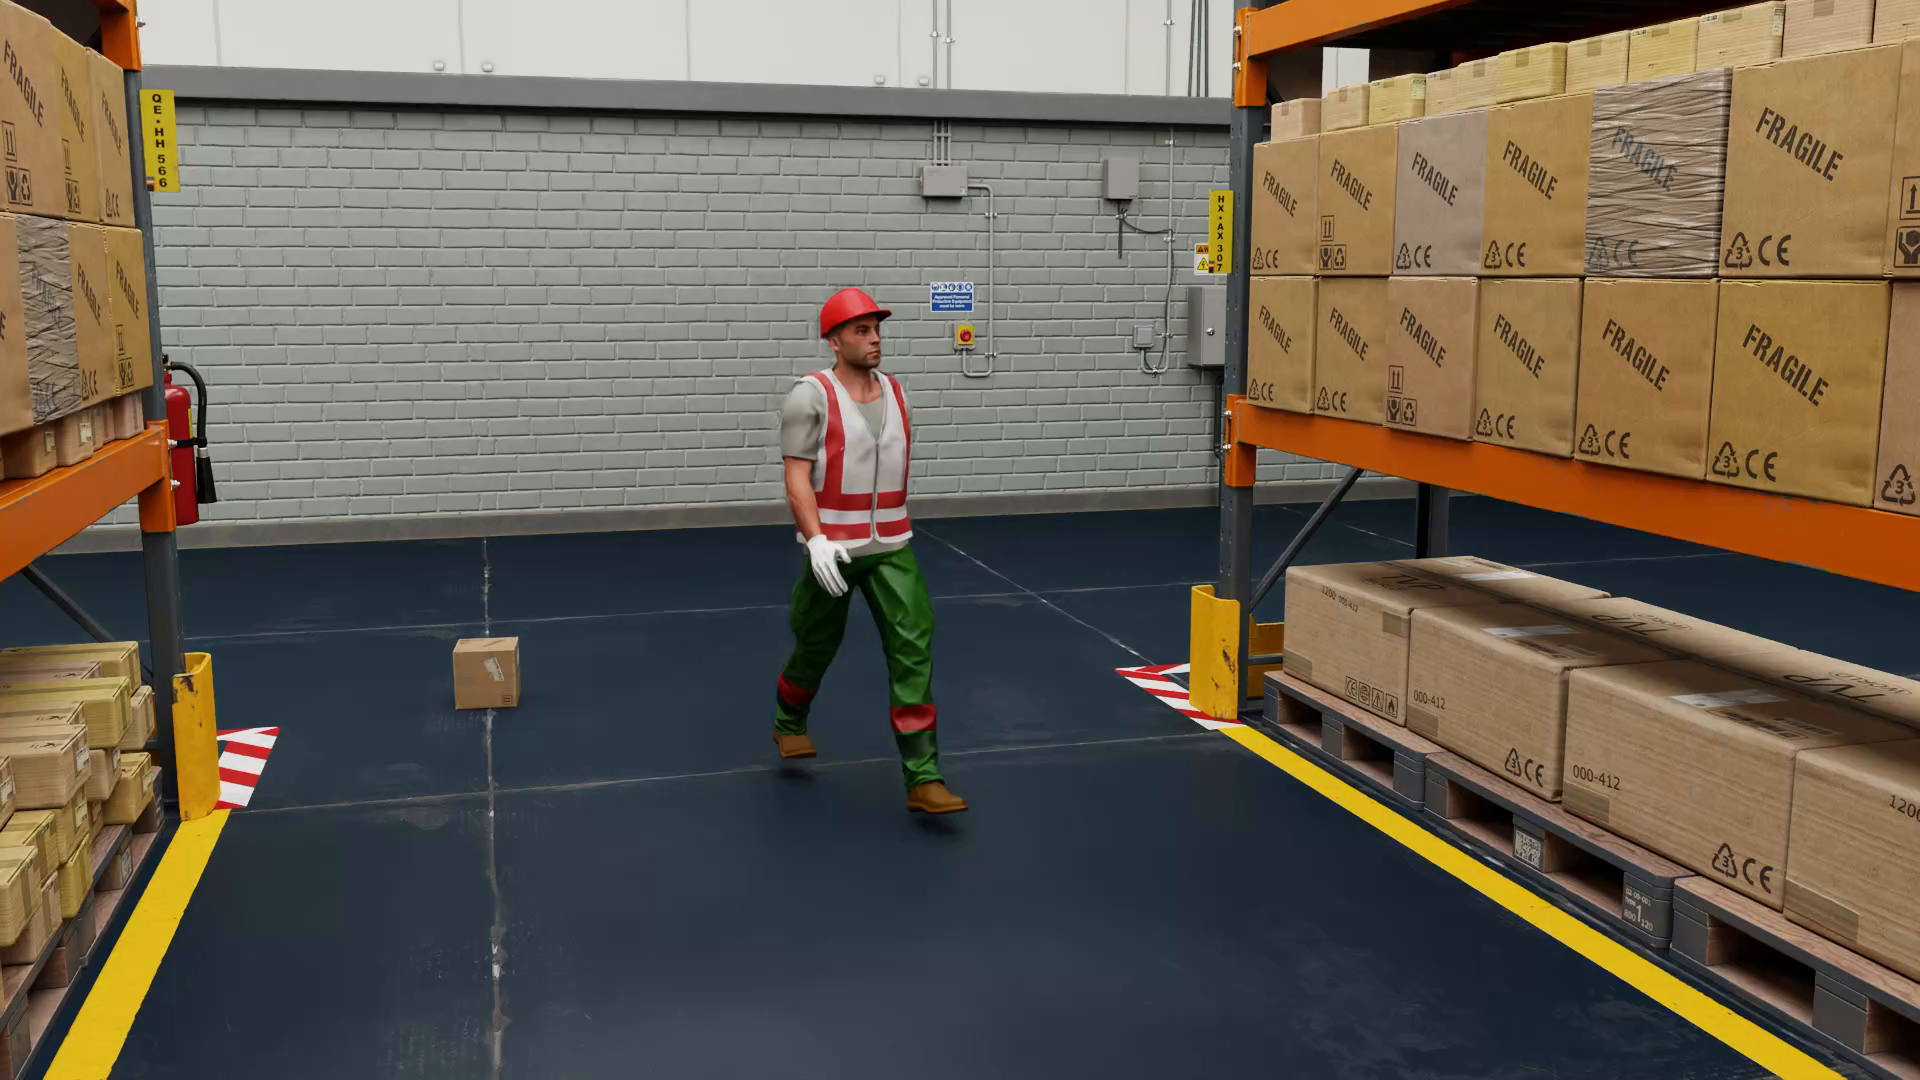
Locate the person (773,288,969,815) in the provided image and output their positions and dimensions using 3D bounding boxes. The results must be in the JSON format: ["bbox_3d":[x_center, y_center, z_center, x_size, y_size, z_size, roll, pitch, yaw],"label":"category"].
[{"bbox_3d":[-0.346,0.024,5.651,0.532,1.740,1.079,-5,11,-30],"label":"person"}]
